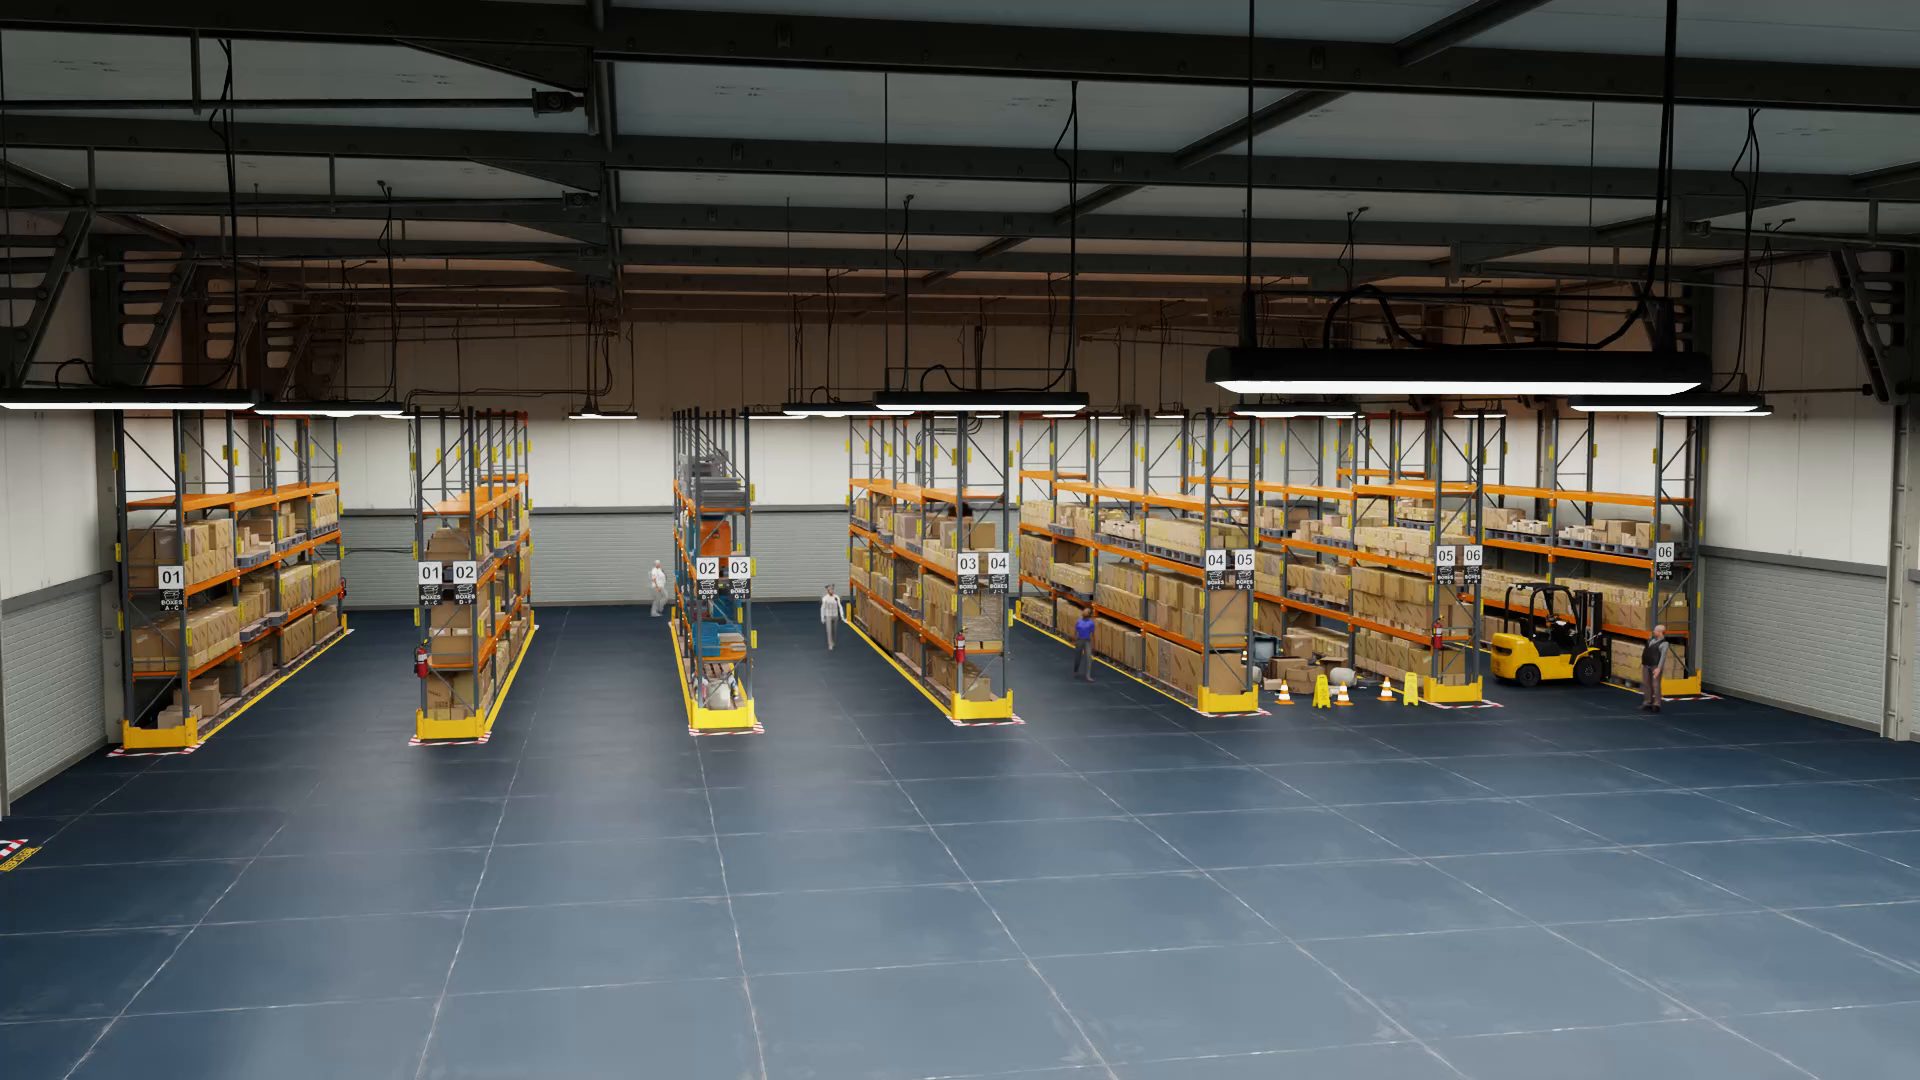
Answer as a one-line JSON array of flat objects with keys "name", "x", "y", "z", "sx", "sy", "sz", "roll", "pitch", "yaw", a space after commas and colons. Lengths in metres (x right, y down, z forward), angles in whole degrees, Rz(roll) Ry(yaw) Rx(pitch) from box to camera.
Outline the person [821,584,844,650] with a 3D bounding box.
[{"name": "person", "x": -3.218, "y": 1.922, "z": 41.817, "sx": 0.545, "sy": 1.635, "sz": 0.996, "roll": -1, "pitch": 4, "yaw": -14}]

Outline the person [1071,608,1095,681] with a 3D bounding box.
[{"name": "person", "x": 2.715, "y": 2.307, "z": 36.849, "sx": 0.556, "sy": 1.592, "sz": 0.928, "roll": 0, "pitch": 4, "yaw": -6}]

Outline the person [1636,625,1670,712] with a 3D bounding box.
[{"name": "person", "x": 13.700, "y": 2.531, "z": 32.907, "sx": 0.437, "sy": 1.721, "sz": 0.644, "roll": -2, "pitch": 5, "yaw": -26}]

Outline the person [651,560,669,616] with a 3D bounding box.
[{"name": "person", "x": -8.825, "y": 1.429, "z": 48.815, "sx": 0.503, "sy": 1.681, "sz": 0.515, "roll": 0, "pitch": 4, "yaw": -1}]
